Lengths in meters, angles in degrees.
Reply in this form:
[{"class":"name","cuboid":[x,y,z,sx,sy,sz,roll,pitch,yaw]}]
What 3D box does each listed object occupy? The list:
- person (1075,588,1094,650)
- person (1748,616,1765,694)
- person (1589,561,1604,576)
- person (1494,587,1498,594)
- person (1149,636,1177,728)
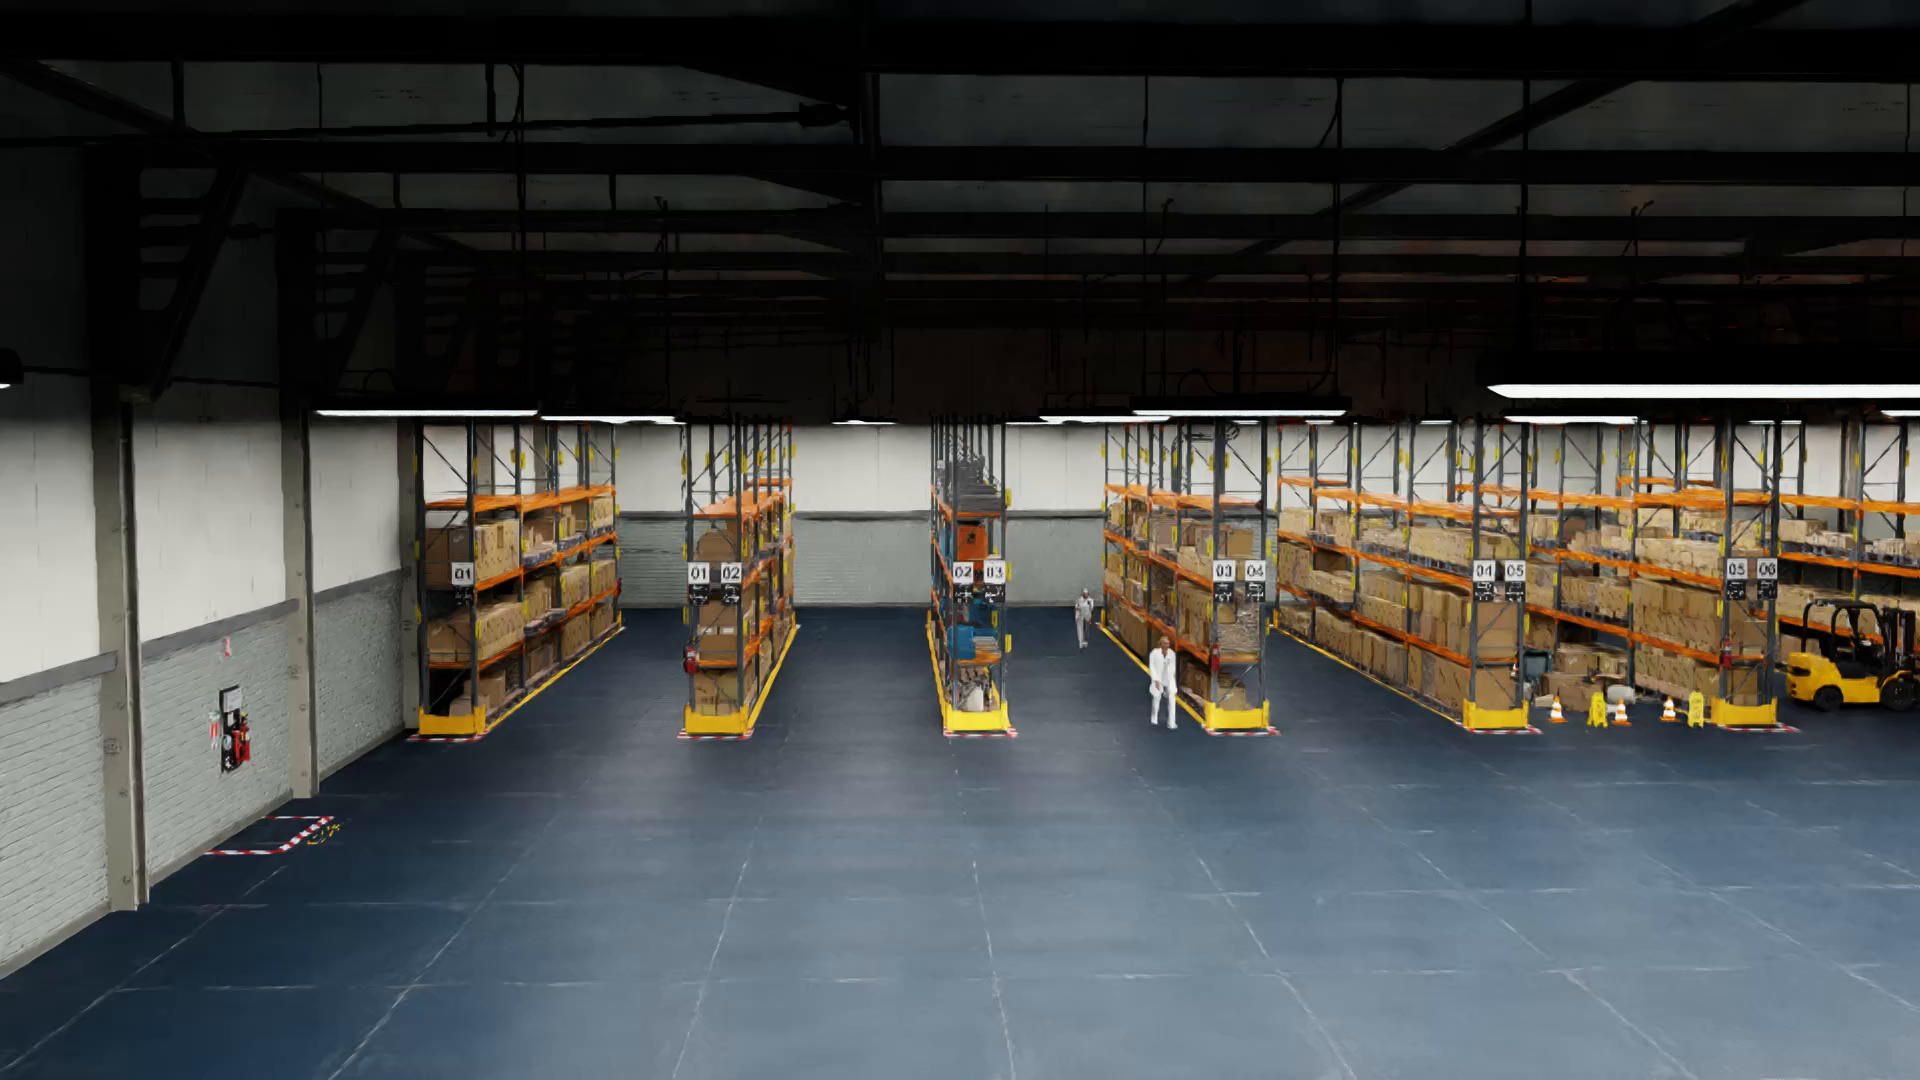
[{"class":"person","cuboid":[3.214,2.011,42.770,0.481,1.578,1.093,0,4,-5]},{"class":"person","cuboid":[17.038,2.451,35.742,0.549,1.653,0.574,2,4,29]},{"class":"person","cuboid":[19.193,1.406,50.115,0.712,1.730,0.551,-2,5,-32]},{"class":"person","cuboid":[13.117,2.032,41.053,0.581,1.768,0.640,1,4,21]},{"class":"person","cuboid":[3.858,2.684,31.674,0.551,1.724,1.089,0,4,-7]}]
